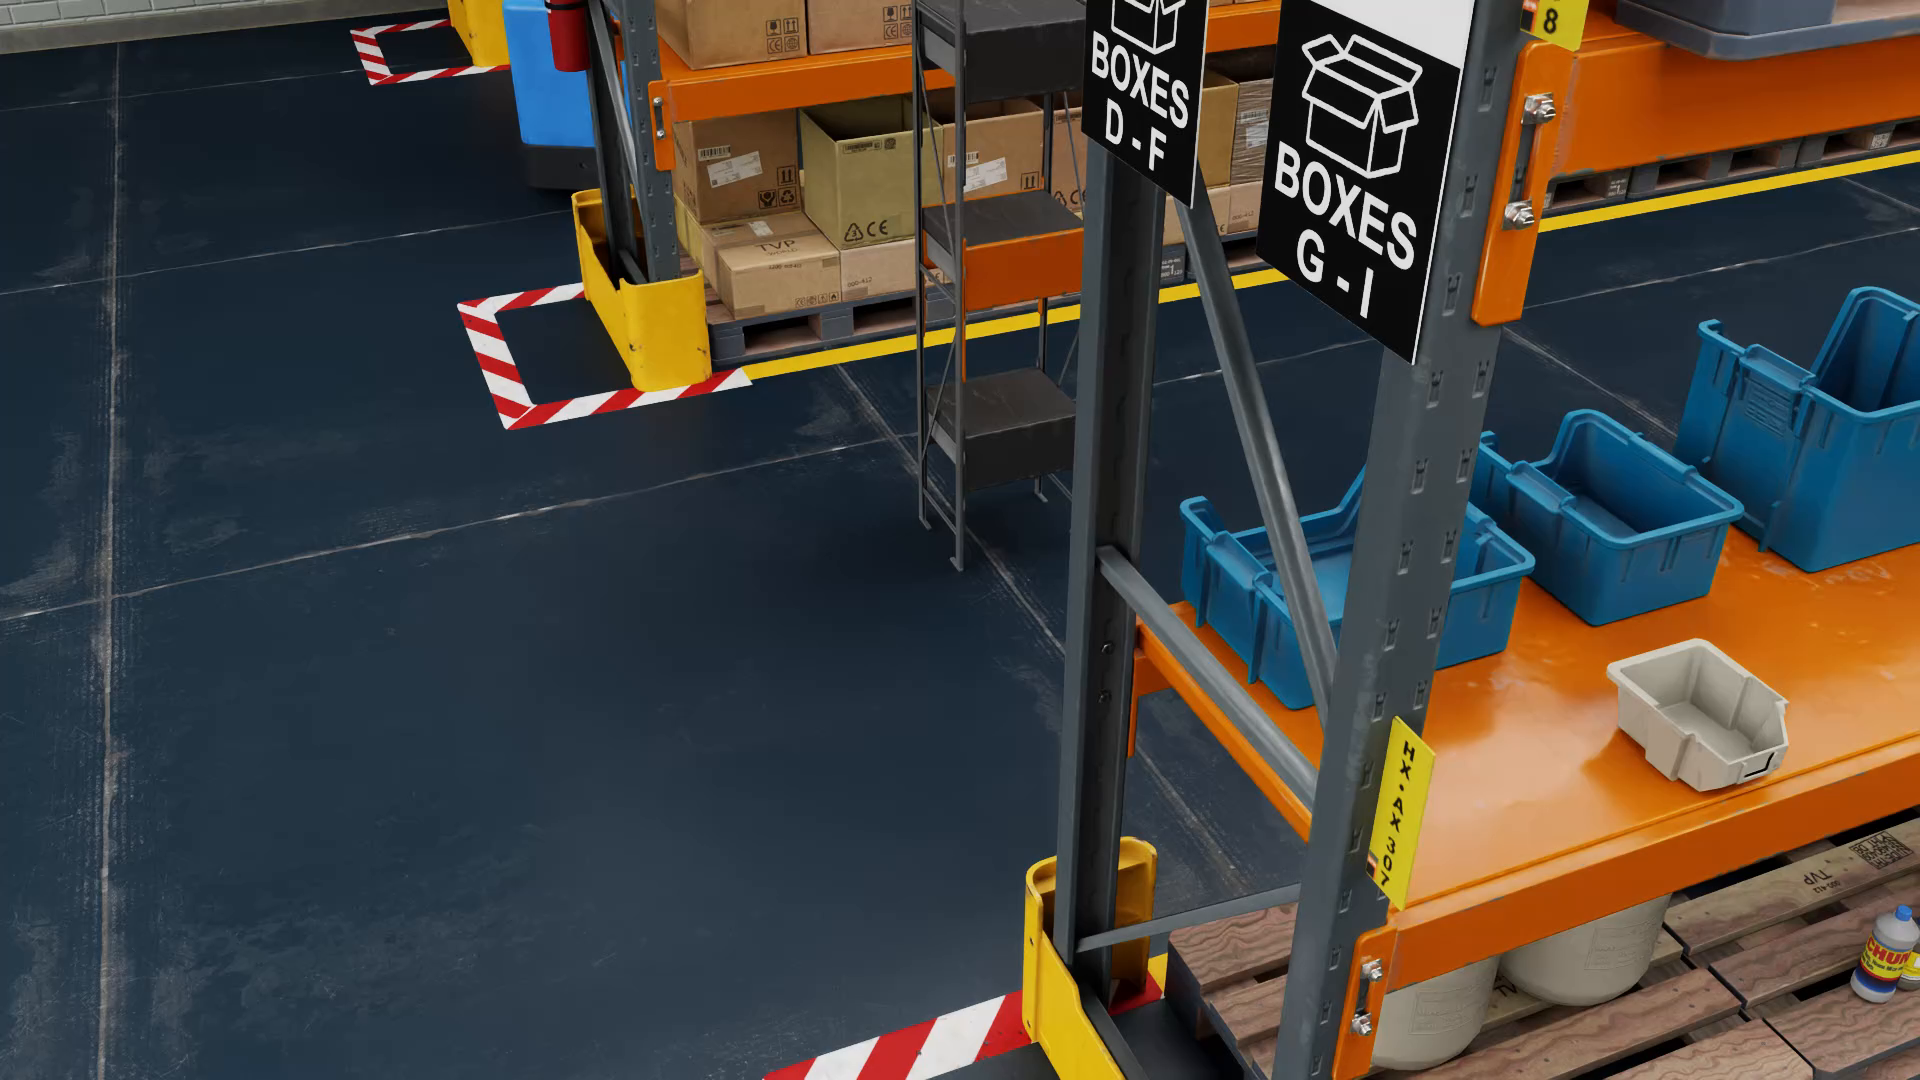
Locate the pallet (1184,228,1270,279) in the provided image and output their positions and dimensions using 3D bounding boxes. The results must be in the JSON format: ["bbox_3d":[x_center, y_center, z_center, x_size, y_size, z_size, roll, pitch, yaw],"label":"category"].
[{"bbox_3d":[1.499,-1.754,8.751,1.213,0.211,1.003,-13,35,-19],"label":"pallet"}]

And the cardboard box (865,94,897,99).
[{"bbox_3d":[-0.145,-2.044,8.089,0.500,0.500,0.500,-13,35,-19],"label":"cardboard box"}]

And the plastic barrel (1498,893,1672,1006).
[{"bbox_3d":[1.513,0.851,4.088,0.421,0.512,0.421,0,33,0],"label":"plastic barrel"}]

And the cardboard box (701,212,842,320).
[{"bbox_3d":[-0.860,-1.249,7.556,0.500,0.250,0.500,-13,35,-19],"label":"cardboard box"}]

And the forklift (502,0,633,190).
[{"bbox_3d":[-1.705,-3.881,9.527,1.130,2.935,3.031,4,33,6],"label":"forklift"}]

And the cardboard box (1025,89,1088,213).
[{"bbox_3d":[0.525,-1.879,7.836,0.500,0.500,0.500,-13,35,-19],"label":"cardboard box"}]

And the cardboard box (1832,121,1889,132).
[{"bbox_3d":[5.072,-2.593,9.621,0.500,0.250,0.500,-13,35,-19],"label":"cardboard box"}]

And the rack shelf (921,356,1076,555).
[{"bbox_3d":[0.153,-0.317,6.120,0.480,0.518,0.431,-13,35,-19],"label":"rack shelf"}]

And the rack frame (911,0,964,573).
[{"bbox_3d":[-0.072,-0.864,5.652,0.015,2.100,0.400,-13,35,-19],"label":"rack frame"}]

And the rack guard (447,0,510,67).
[{"bbox_3d":[-3.291,-3.683,11.452,0.348,0.500,1.175,-13,35,-19],"label":"rack guard"}]

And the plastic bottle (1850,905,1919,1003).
[{"bbox_3d":[2.266,1.000,4.061,0.097,0.271,0.097,0,33,0],"label":"plastic bottle"}]

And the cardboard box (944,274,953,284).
[{"bbox_3d":[0.061,-1.462,7.883,0.500,0.250,0.500,-13,35,-19],"label":"cardboard box"}]

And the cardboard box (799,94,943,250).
[{"bbox_3d":[-0.399,-1.670,7.515,0.500,0.500,0.500,-13,35,-19],"label":"cardboard box"}]

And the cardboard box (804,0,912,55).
[{"bbox_3d":[-0.522,-2.472,7.207,0.500,0.500,0.700,-12,35,-18],"label":"cardboard box"}]

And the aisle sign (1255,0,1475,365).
[{"bbox_3d":[0.521,-0.660,2.130,0.004,0.787,0.394,-13,35,-19],"label":"aisle sign"}]

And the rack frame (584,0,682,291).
[{"bbox_3d":[-1.440,-2.225,6.919,0.127,3.000,1.000,-13,35,-19],"label":"rack frame"}]

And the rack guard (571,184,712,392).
[{"bbox_3d":[-1.462,-1.172,7.592,0.348,0.500,1.175,-13,35,-19],"label":"rack guard"}]

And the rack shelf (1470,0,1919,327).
[{"bbox_3d":[2.318,-1.111,3.116,4.000,0.370,1.077,-13,35,-19],"label":"rack shelf"}]

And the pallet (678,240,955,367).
[{"bbox_3d":[-0.751,-1.238,7.960,1.213,0.211,1.003,-13,35,-19],"label":"pallet"}]

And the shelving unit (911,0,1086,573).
[{"bbox_3d":[0.153,-0.915,5.731,0.503,2.100,0.431,-13,35,-19],"label":"shelving unit"}]

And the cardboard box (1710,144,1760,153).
[{"bbox_3d":[4.134,-2.378,9.291,0.500,0.250,0.500,-12,35,-18],"label":"cardboard box"}]

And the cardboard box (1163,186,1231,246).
[{"bbox_3d":[0.985,-1.671,8.204,0.500,0.250,0.500,-13,35,-19],"label":"cardboard box"}]

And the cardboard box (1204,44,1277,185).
[{"bbox_3d":[1.440,-2.099,8.175,0.500,0.500,0.500,-13,35,-19],"label":"cardboard box"}]

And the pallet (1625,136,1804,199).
[{"bbox_3d":[4.039,-2.335,9.645,1.213,0.211,1.003,-13,35,-19],"label":"pallet"}]

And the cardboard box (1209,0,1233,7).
[{"bbox_3d":[0.893,-2.796,7.704,0.500,0.500,0.700,-12,35,-18],"label":"cardboard box"}]

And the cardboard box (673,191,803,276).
[{"bbox_3d":[-1.060,-1.510,7.956,0.500,0.250,0.500,-13,35,-19],"label":"cardboard box"}]

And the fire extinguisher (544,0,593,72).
[{"bbox_3d":[-1.729,-2.401,7.260,0.183,0.674,0.296,-13,35,-19],"label":"fire extinguisher"}]

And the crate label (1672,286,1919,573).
[{"bbox_3d":[2.066,-0.272,3.886,0.616,0.435,0.502,-13,35,-19],"label":"crate label"}]

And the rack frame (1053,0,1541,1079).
[{"bbox_3d":[0.474,0.267,3.089,0.127,3.000,1.000,-13,35,-19],"label":"rack frame"}]

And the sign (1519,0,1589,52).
[{"bbox_3d":[0.683,-0.716,1.842,0.005,0.325,0.100,-13,35,-19],"label":"sign"}]

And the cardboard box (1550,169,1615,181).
[{"bbox_3d":[3.188,-2.160,8.956,0.500,0.250,0.500,-12,35,-18],"label":"cardboard box"}]

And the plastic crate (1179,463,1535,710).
[{"bbox_3d":[0.820,0.073,3.523,0.616,0.251,0.499,-13,35,-19],"label":"plastic crate"}]

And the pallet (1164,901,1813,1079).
[{"bbox_3d":[1.277,1.227,4.170,1.213,0.211,1.003,-13,35,-19],"label":"pallet"}]
